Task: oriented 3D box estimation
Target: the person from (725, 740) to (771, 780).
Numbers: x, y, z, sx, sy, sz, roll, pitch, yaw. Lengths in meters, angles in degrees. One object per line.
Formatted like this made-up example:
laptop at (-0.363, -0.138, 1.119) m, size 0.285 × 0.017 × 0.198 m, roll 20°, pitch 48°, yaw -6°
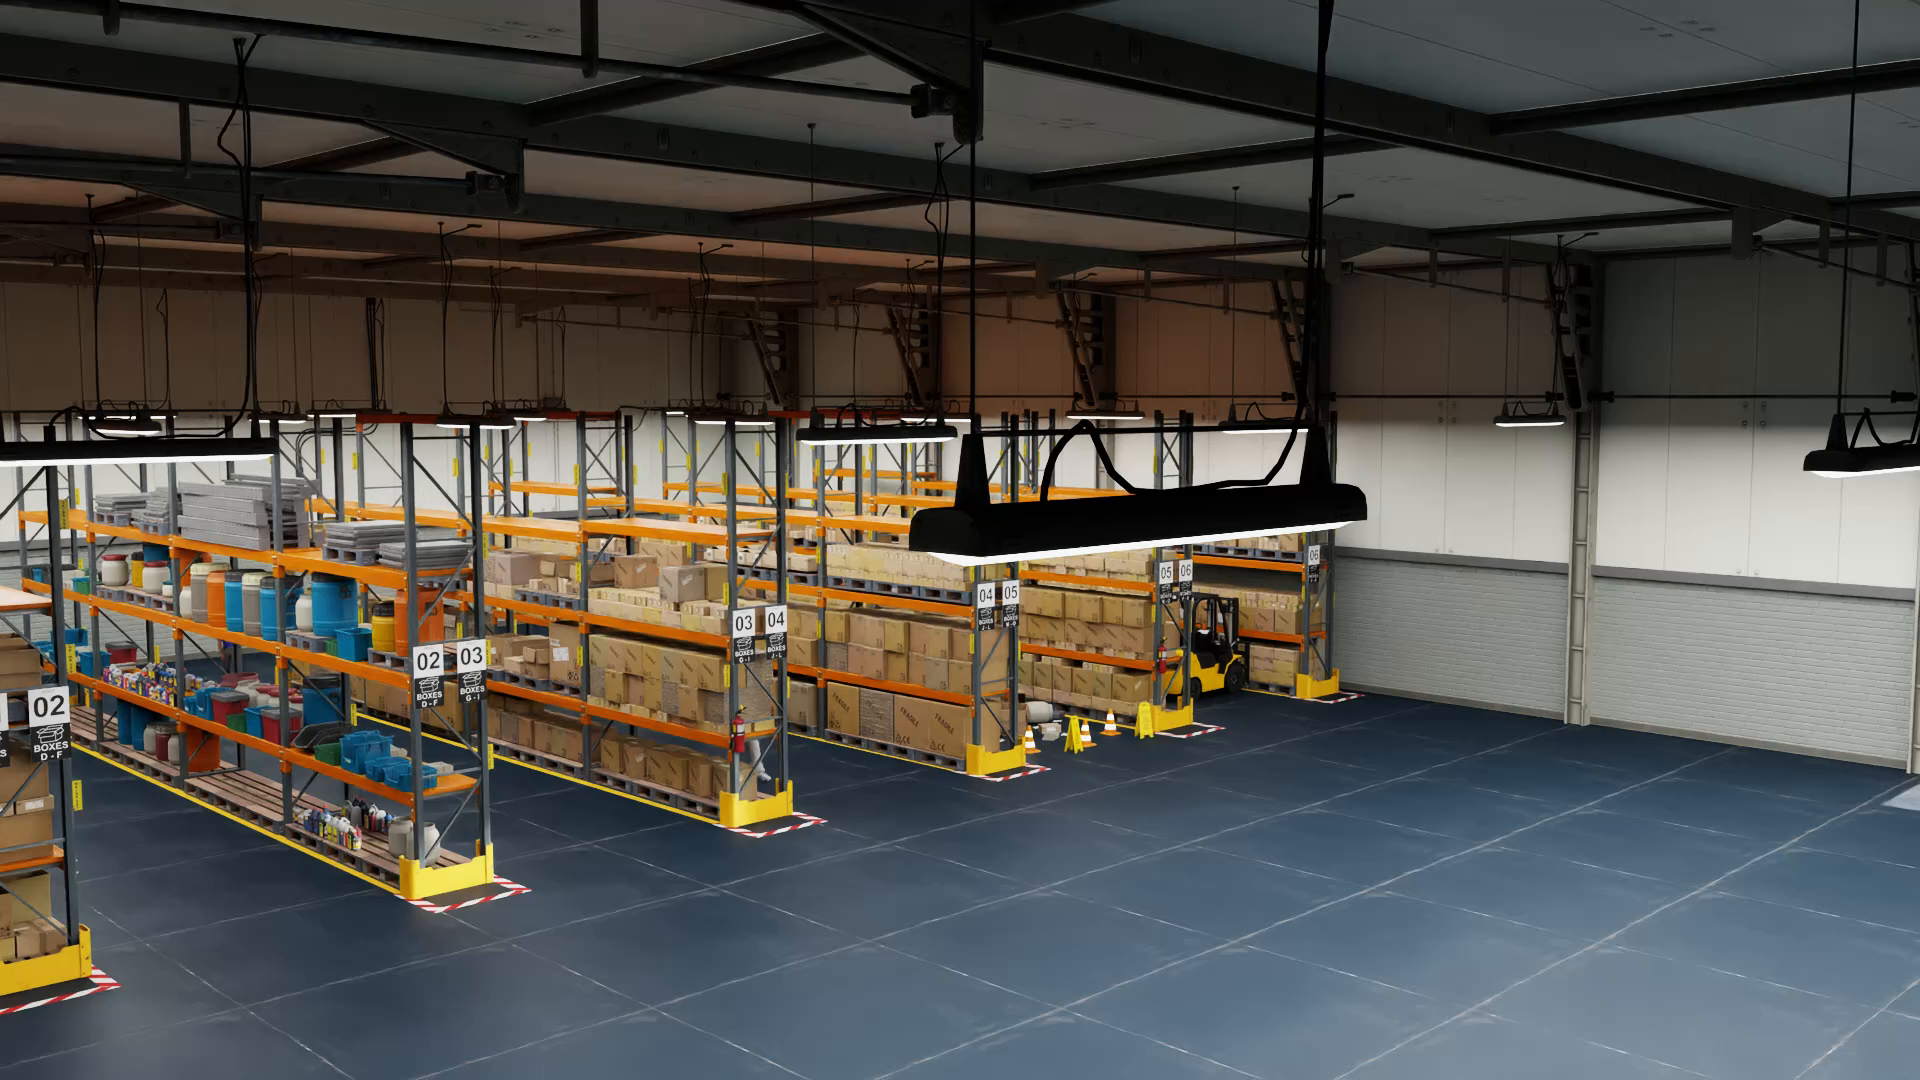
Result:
person at (-3.538, 3.070, 27.480) m, size 1.038 × 1.730 × 0.562 m, roll 3°, pitch 6°, yaw 34°

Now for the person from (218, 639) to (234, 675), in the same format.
person at (-15.658, 2.421, 35.635) m, size 0.442 × 1.593 × 1.025 m, roll -2°, pitch 6°, yaw -26°
